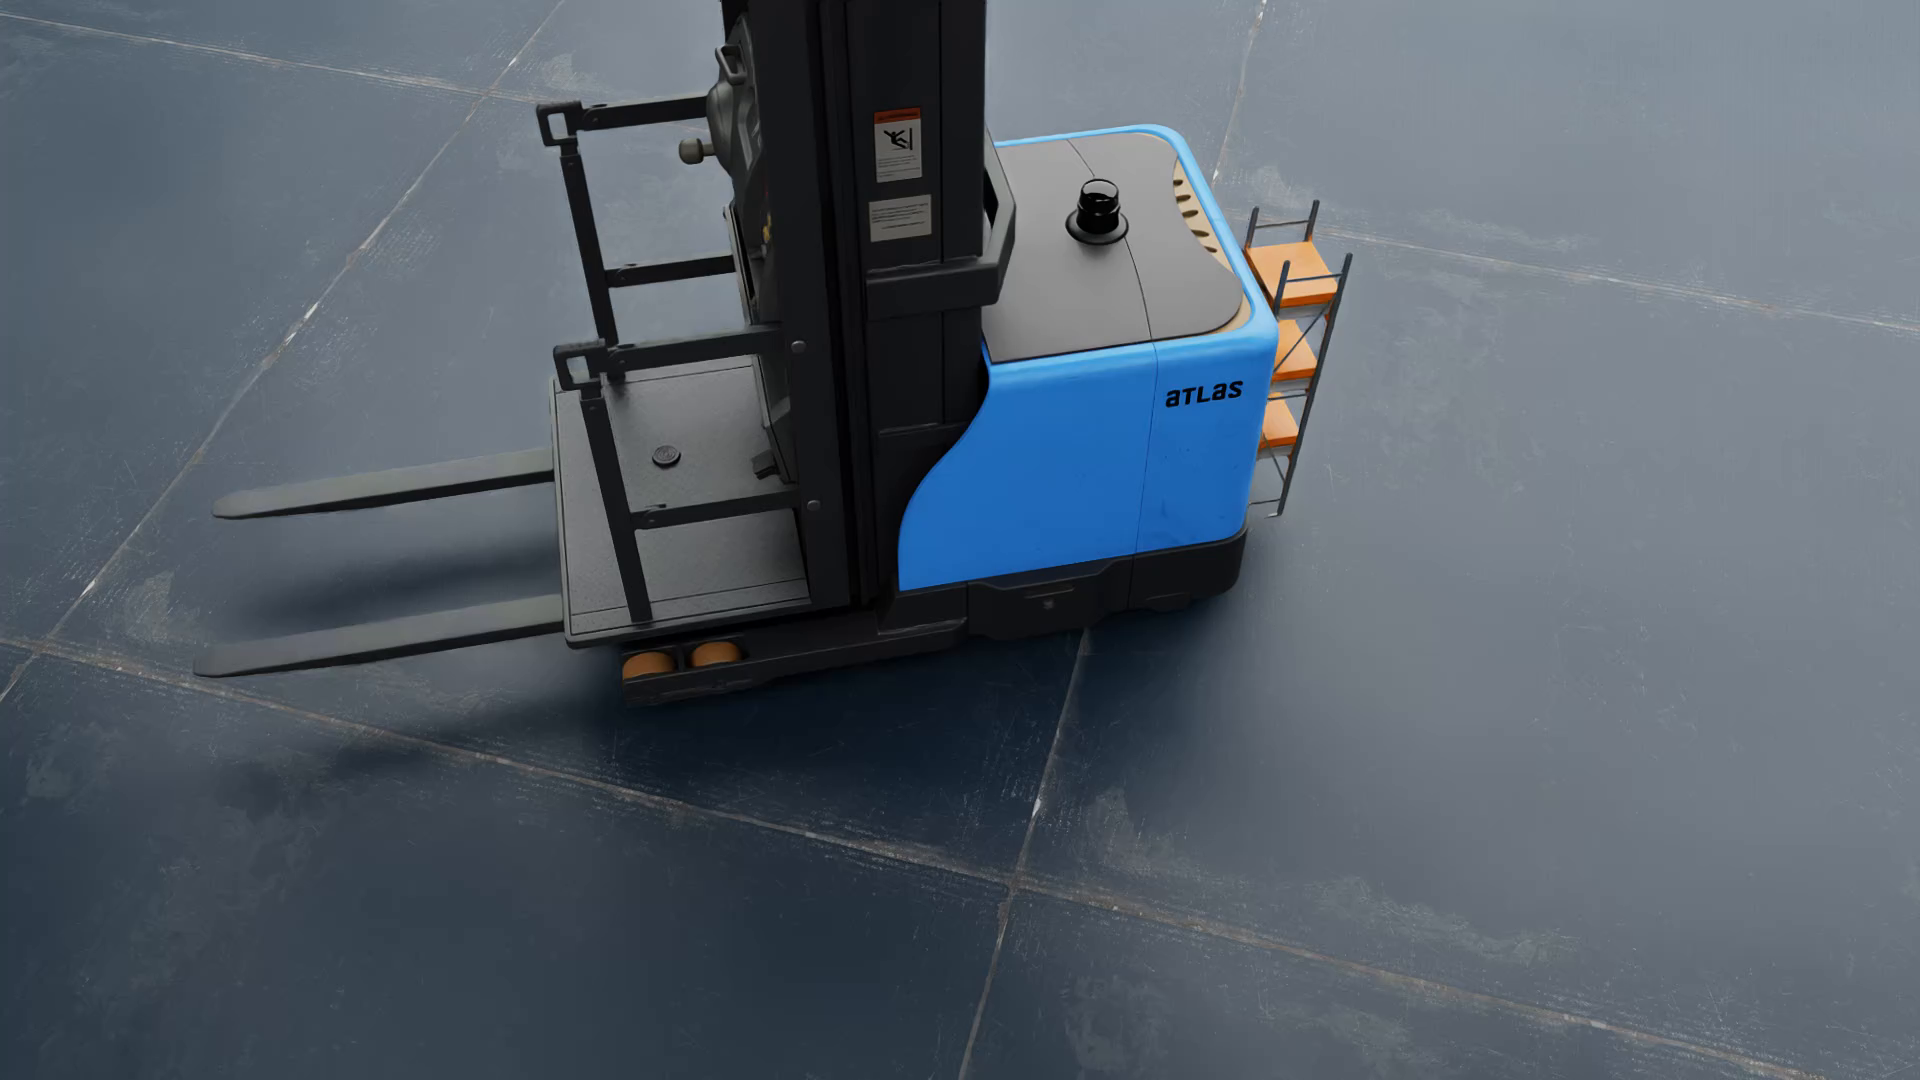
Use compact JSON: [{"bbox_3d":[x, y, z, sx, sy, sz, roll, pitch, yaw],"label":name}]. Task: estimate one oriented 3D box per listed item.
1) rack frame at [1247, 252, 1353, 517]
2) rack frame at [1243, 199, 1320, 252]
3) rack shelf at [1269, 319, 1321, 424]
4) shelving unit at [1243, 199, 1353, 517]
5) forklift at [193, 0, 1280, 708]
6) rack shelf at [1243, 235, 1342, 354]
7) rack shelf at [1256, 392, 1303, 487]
[{"bbox_3d":[0.954,-0.418,4.913,0.200,1.050,0.008,-8,49,-11],"label":"rack frame"},{"bbox_3d":[0.898,-0.597,5.070,0.200,1.050,0.008,-8,49,-11],"label":"rack frame"},{"bbox_3d":[0.925,-0.500,4.999,0.215,0.259,0.240,-8,49,-11],"label":"rack shelf"},{"bbox_3d":[0.926,-0.508,4.991,0.215,1.050,0.252,-8,49,-11],"label":"shelving unit"},{"bbox_3d":[-0.719,-0.925,4.111,3.031,2.935,1.130,-9,49,-8],"label":"forklift"},{"bbox_3d":[0.937,-0.690,4.788,0.215,0.259,0.240,-8,49,-11],"label":"rack shelf"},{"bbox_3d":[0.914,-0.315,5.206,0.215,0.259,0.240,-8,49,-11],"label":"rack shelf"}]
